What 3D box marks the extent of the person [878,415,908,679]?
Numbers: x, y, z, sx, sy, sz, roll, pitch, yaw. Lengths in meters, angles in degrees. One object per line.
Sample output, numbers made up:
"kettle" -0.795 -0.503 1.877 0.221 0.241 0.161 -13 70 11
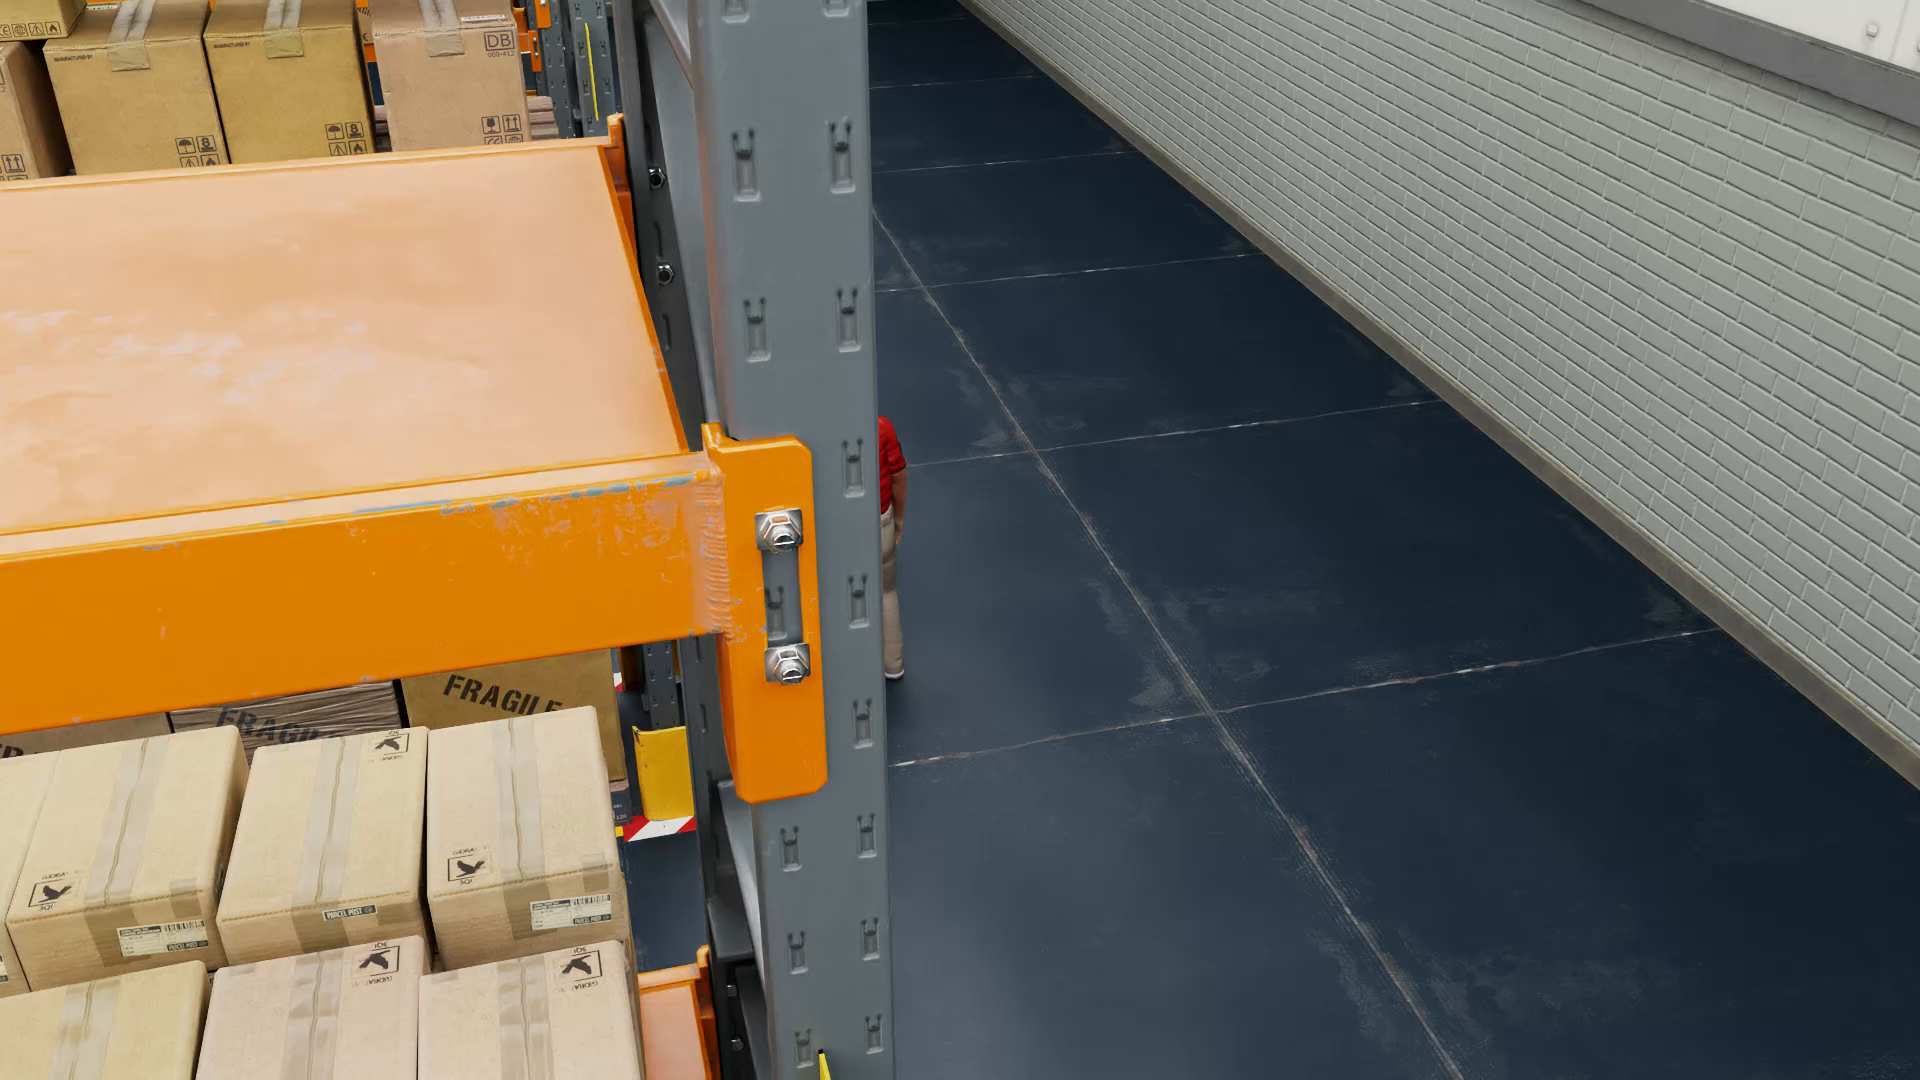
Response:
"person" -0.536 -0.039 8.212 0.591 1.725 0.392 -13 33 -21
